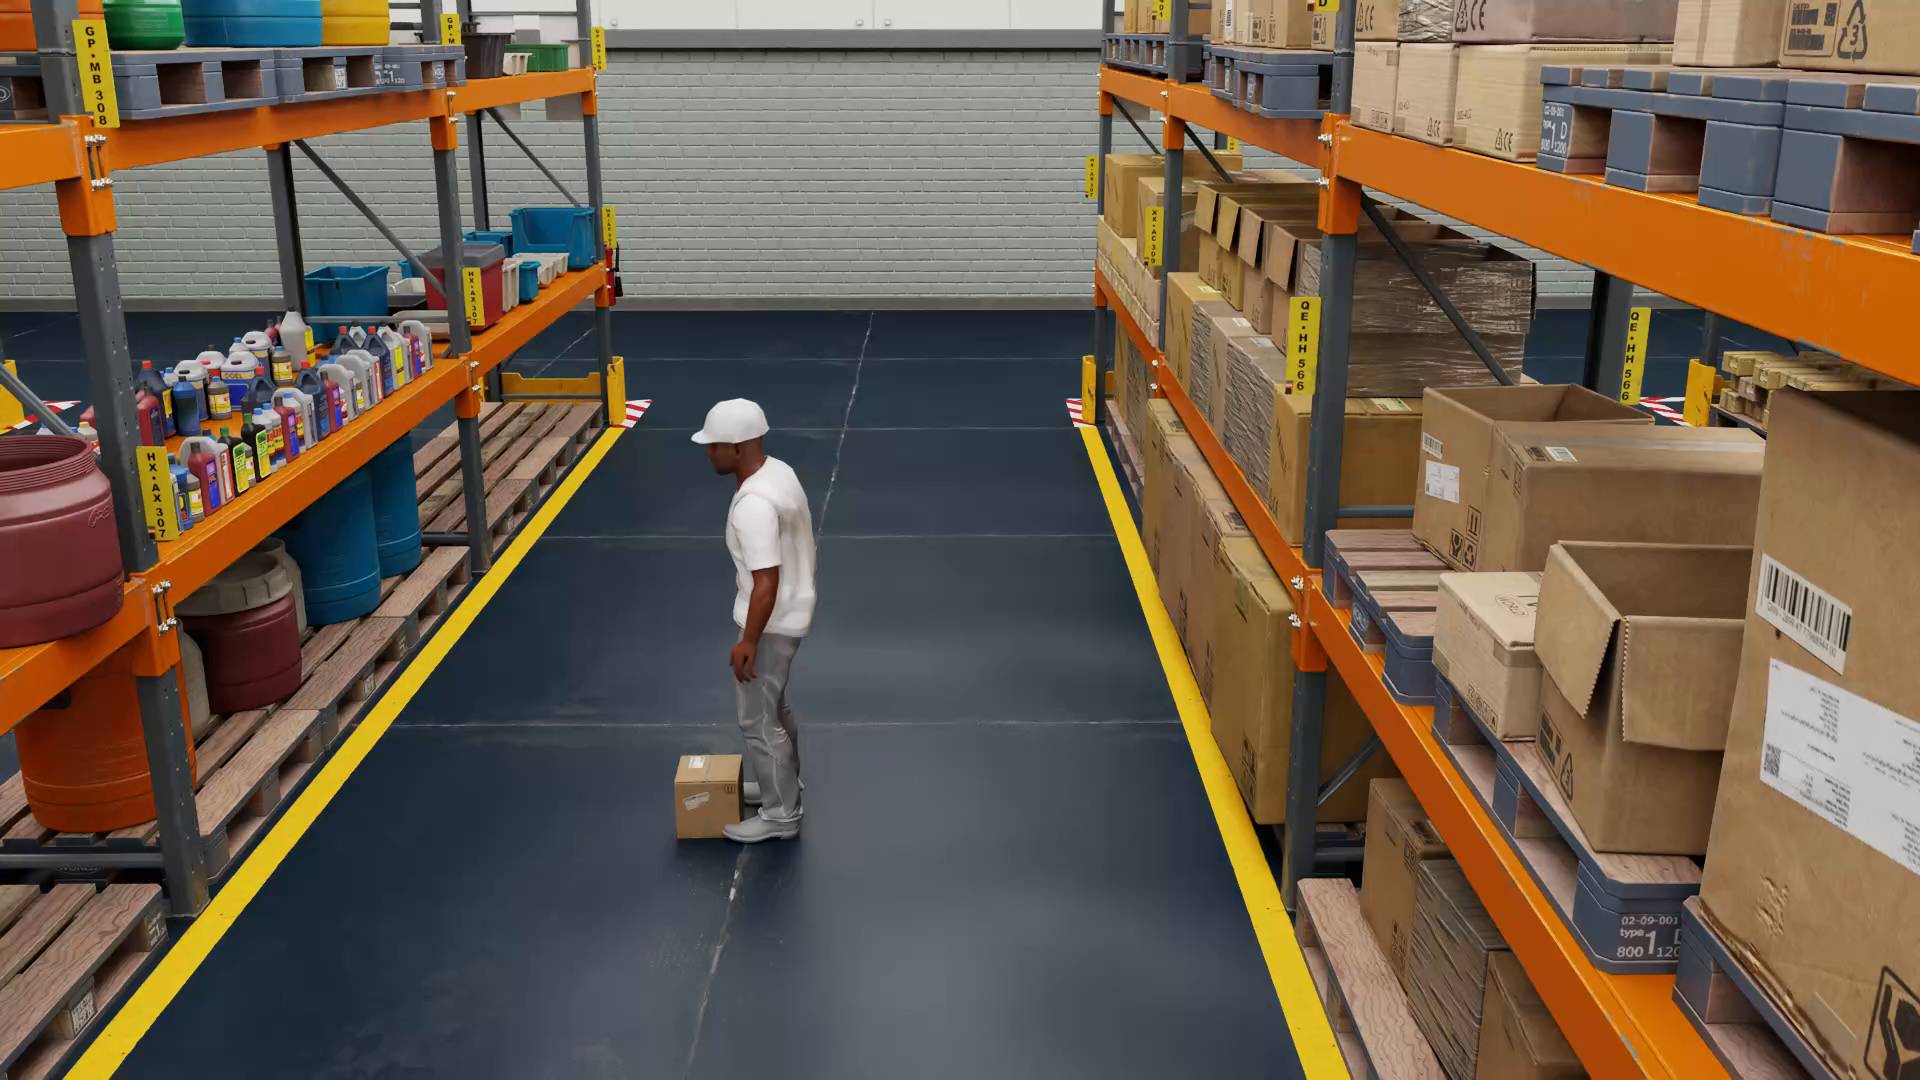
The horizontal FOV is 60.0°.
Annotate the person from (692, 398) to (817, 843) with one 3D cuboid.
[{"bbox_3d":[-0.783,0.308,6.508,0.457,1.760,0.626,0,17,-1],"label":"person"}]
